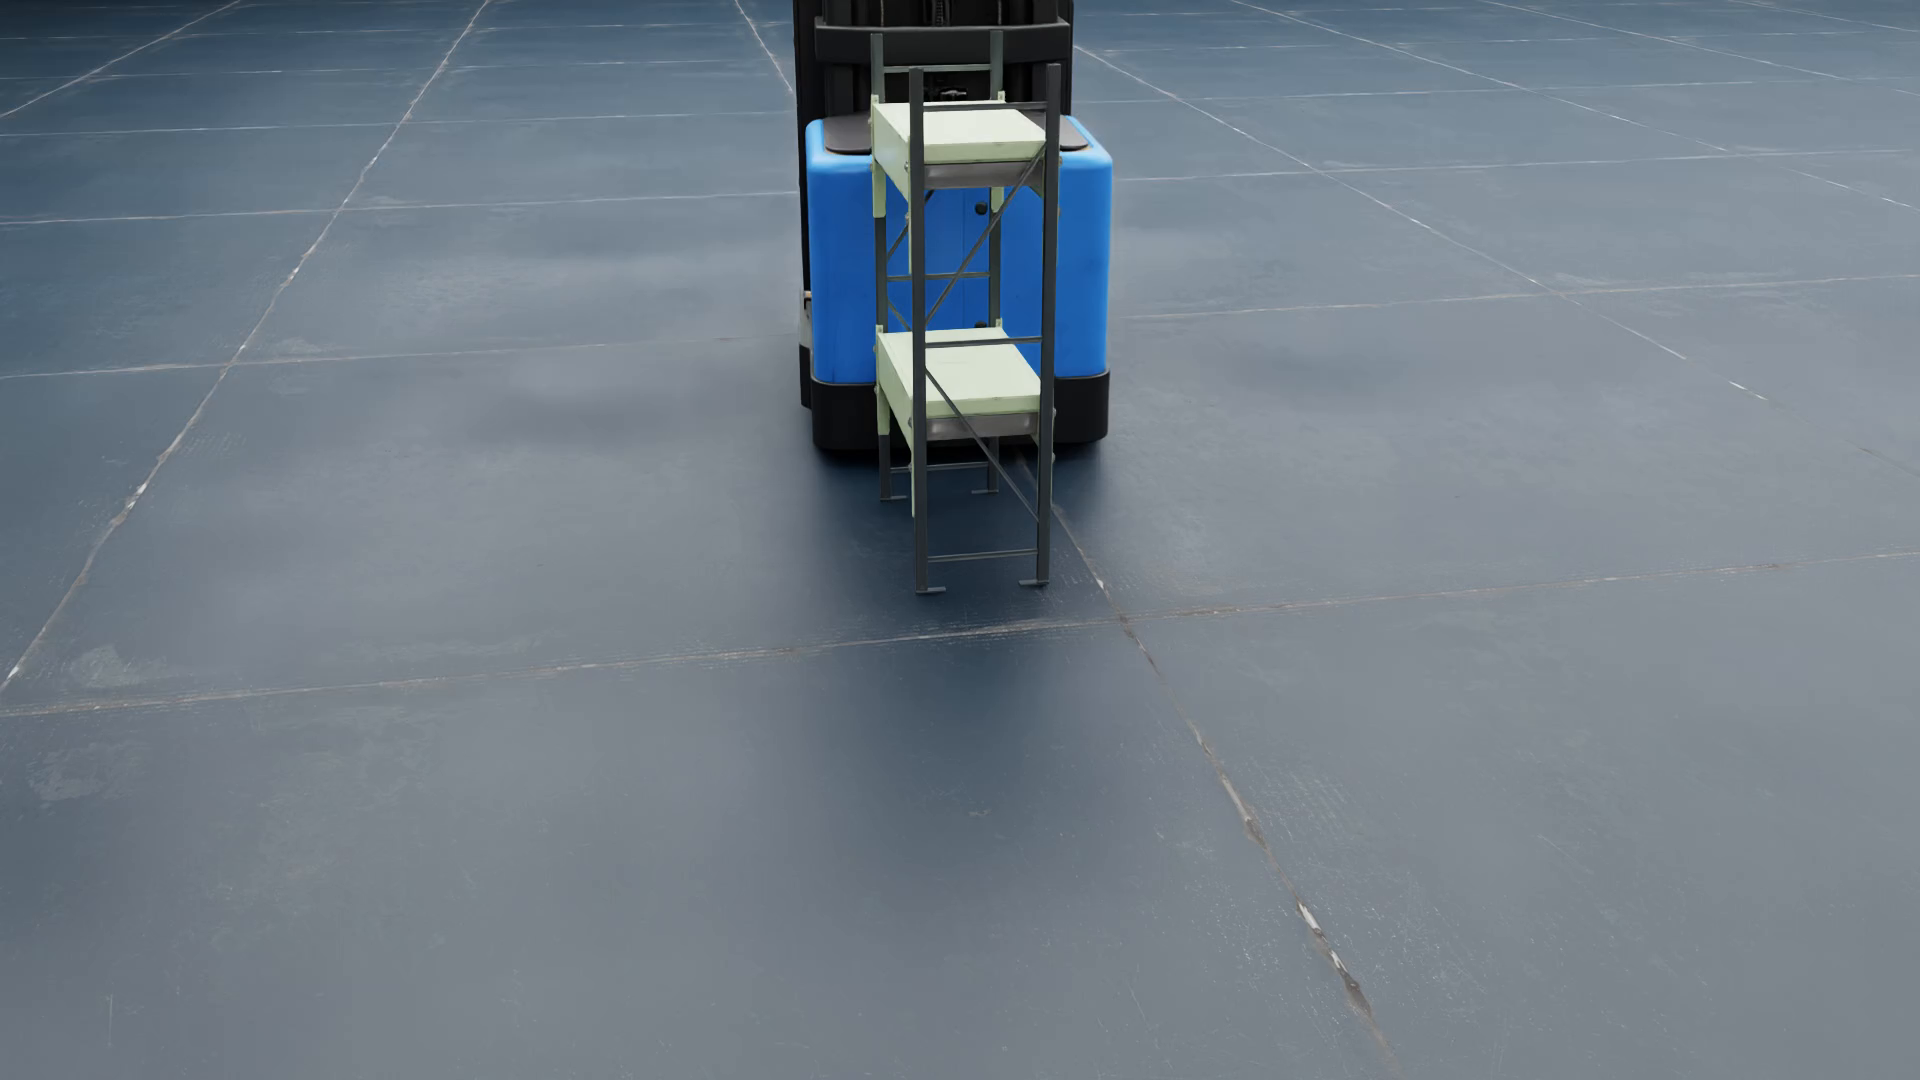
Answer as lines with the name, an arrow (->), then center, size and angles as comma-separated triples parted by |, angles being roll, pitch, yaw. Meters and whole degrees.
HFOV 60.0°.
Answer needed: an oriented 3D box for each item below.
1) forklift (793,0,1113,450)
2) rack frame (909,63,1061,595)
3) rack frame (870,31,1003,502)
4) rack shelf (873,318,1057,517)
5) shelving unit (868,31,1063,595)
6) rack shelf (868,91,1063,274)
forklift -> -0.128, -2.208, 6.643 | 1.130, 2.935, 3.031 | -2, 24, -5
rack frame -> 0.066, -0.546, 4.626 | 0.400, 1.500, 0.023 | -4, 24, -10
rack frame -> -0.069, -0.834, 5.285 | 0.400, 1.500, 0.023 | -4, 24, -10
rack shelf -> -0.001, -0.391, 5.086 | 0.431, 0.370, 0.720 | -4, 24, -10
shelving unit -> -0.001, -0.690, 4.956 | 0.431, 1.500, 0.755 | -4, 24, -10
rack shelf -> -0.001, -1.048, 4.800 | 0.431, 0.370, 0.720 | -4, 24, -10
